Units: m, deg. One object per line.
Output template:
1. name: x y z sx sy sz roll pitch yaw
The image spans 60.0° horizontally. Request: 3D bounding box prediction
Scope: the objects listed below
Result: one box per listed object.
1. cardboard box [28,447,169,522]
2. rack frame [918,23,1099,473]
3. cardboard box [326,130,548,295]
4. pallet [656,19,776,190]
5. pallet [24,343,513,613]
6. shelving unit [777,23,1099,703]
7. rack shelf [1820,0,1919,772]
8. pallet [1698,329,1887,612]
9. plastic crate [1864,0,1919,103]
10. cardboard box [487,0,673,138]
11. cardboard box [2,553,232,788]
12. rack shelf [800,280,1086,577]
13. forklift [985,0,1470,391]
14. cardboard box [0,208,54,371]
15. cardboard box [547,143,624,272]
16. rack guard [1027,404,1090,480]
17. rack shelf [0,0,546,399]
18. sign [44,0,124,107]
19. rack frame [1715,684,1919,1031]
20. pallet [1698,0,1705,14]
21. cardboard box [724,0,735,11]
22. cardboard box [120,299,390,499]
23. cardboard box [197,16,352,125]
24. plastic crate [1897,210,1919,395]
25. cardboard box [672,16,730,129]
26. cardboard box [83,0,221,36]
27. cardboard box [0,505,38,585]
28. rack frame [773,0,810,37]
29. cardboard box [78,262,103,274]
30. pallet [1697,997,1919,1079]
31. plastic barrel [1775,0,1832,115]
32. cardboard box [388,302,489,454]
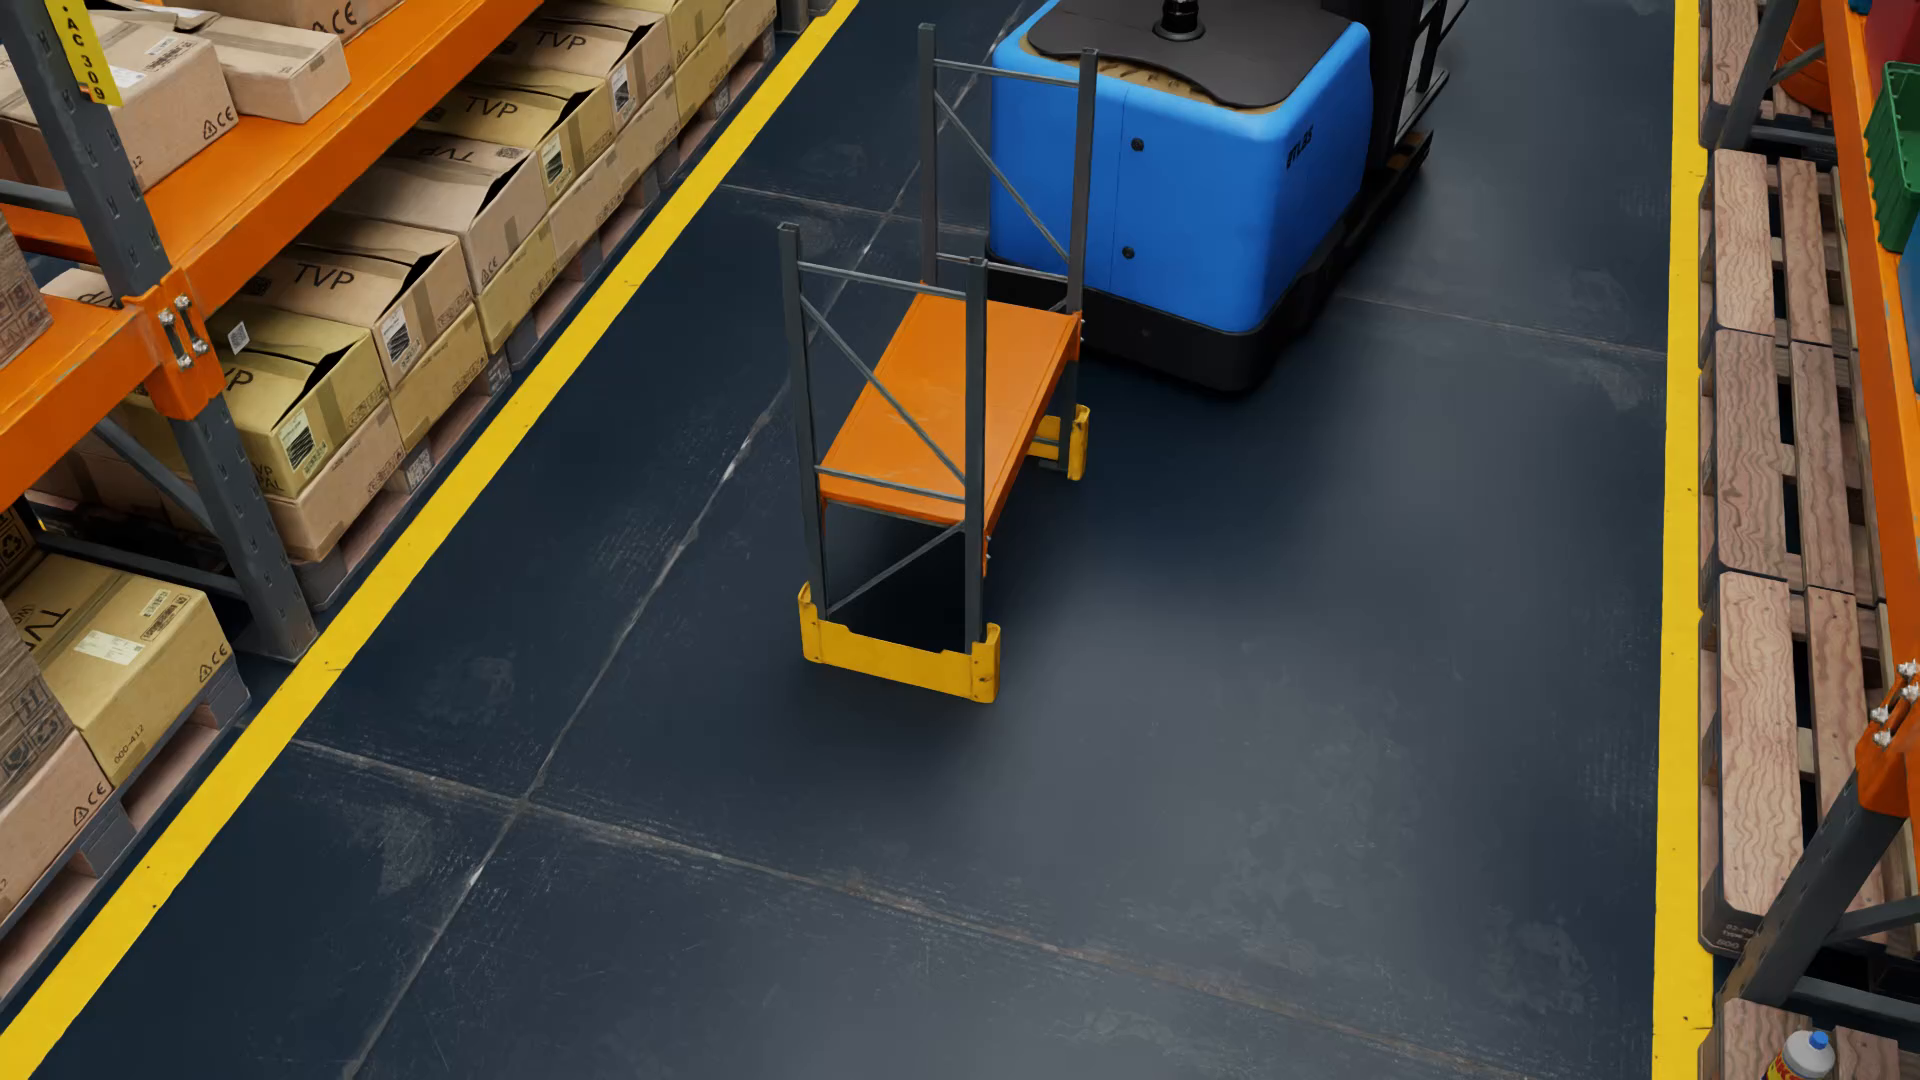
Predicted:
1. cardboard box: -2.552 -0.356 5.135 0.500 0.250 0.500 12 46 12
2. rack frame: 0.128 -0.818 5.014 0.500 1.500 0.032 13 46 13
3. cardboard box: -1.727 -1.119 5.513 0.500 0.311 0.500 11 45 11
4. pallet: -1.477 -1.980 7.122 1.003 0.211 1.213 13 46 13
5. pallet: -2.216 -0.353 5.460 1.003 0.211 1.213 13 46 13
6. shelving unit: -0.023 -0.485 4.674 0.587 1.500 1.083 13 46 13
7. rack shelf: 2.924 -0.875 4.514 1.077 0.370 4.000 13 46 13
8. pallet: 2.887 -0.150 5.252 1.003 0.211 1.213 13 46 13
9. plastic crate: 2.748 -1.476 4.568 0.402 0.464 0.583 13 46 13
10. cardboard box: -1.421 -1.800 6.209 0.500 0.311 0.500 12 46 12
11. cardboard box: -2.334 0.337 4.426 0.500 0.250 0.500 13 46 13
12. rack shelf: -0.026 -0.351 4.793 0.538 0.185 1.000 13 46 13
13. forklift: 1.260 -2.575 5.786 1.130 2.935 3.031 22 48 21
14. cardboard box: -2.530 -0.589 3.636 0.700 0.500 0.500 11 46 11
15. cardboard box: -1.578 -1.259 6.058 0.500 0.250 0.500 13 46 13
16. rack guard: 0.128 -0.370 5.450 0.587 0.250 0.087 13 46 13
17. rack shelf: -1.796 -1.927 5.589 1.077 0.370 4.000 13 46 13
18. sign: -1.872 -1.072 3.525 0.100 0.325 0.005 13 46 13
19. rack frame: 2.318 0.201 2.900 1.000 3.000 0.127 13 46 13
20. pallet: 4.100 -2.813 7.974 1.003 0.211 1.213 13 46 13
21. cardboard box: -1.114 -2.483 6.908 0.500 0.311 0.500 14 46 14
22. cardboard box: -2.039 -0.441 4.821 0.500 0.311 0.500 13 46 13
23. cardboard box: -1.938 -1.308 4.622 0.380 0.149 0.250 13 46 13
24. plastic crate: 2.356 -0.594 3.724 0.392 0.384 0.575 13 46 13
25. cardboard box: -1.270 -1.938 6.751 0.500 0.250 0.500 12 46 12
26. cardboard box: -2.310 -1.428 4.660 0.396 0.266 0.258 12 46 12
27. cardboard box: -2.840 -0.043 4.279 0.500 0.500 0.500 13 46 13
28. rack frame: -1.190 -3.517 6.699 1.000 3.000 0.127 13 46 13
29. cardboard box: -2.401 -0.897 5.287 0.500 0.311 0.500 14 46 14
30. pallet: 2.075 1.637 3.427 1.003 0.211 1.213 13 46 13
31. plastic barrel: 3.661 -2.169 6.574 0.600 0.830 0.708 13 46 13
32. cardboard box: -1.887 -0.575 5.358 0.500 0.250 0.500 14 46 14
